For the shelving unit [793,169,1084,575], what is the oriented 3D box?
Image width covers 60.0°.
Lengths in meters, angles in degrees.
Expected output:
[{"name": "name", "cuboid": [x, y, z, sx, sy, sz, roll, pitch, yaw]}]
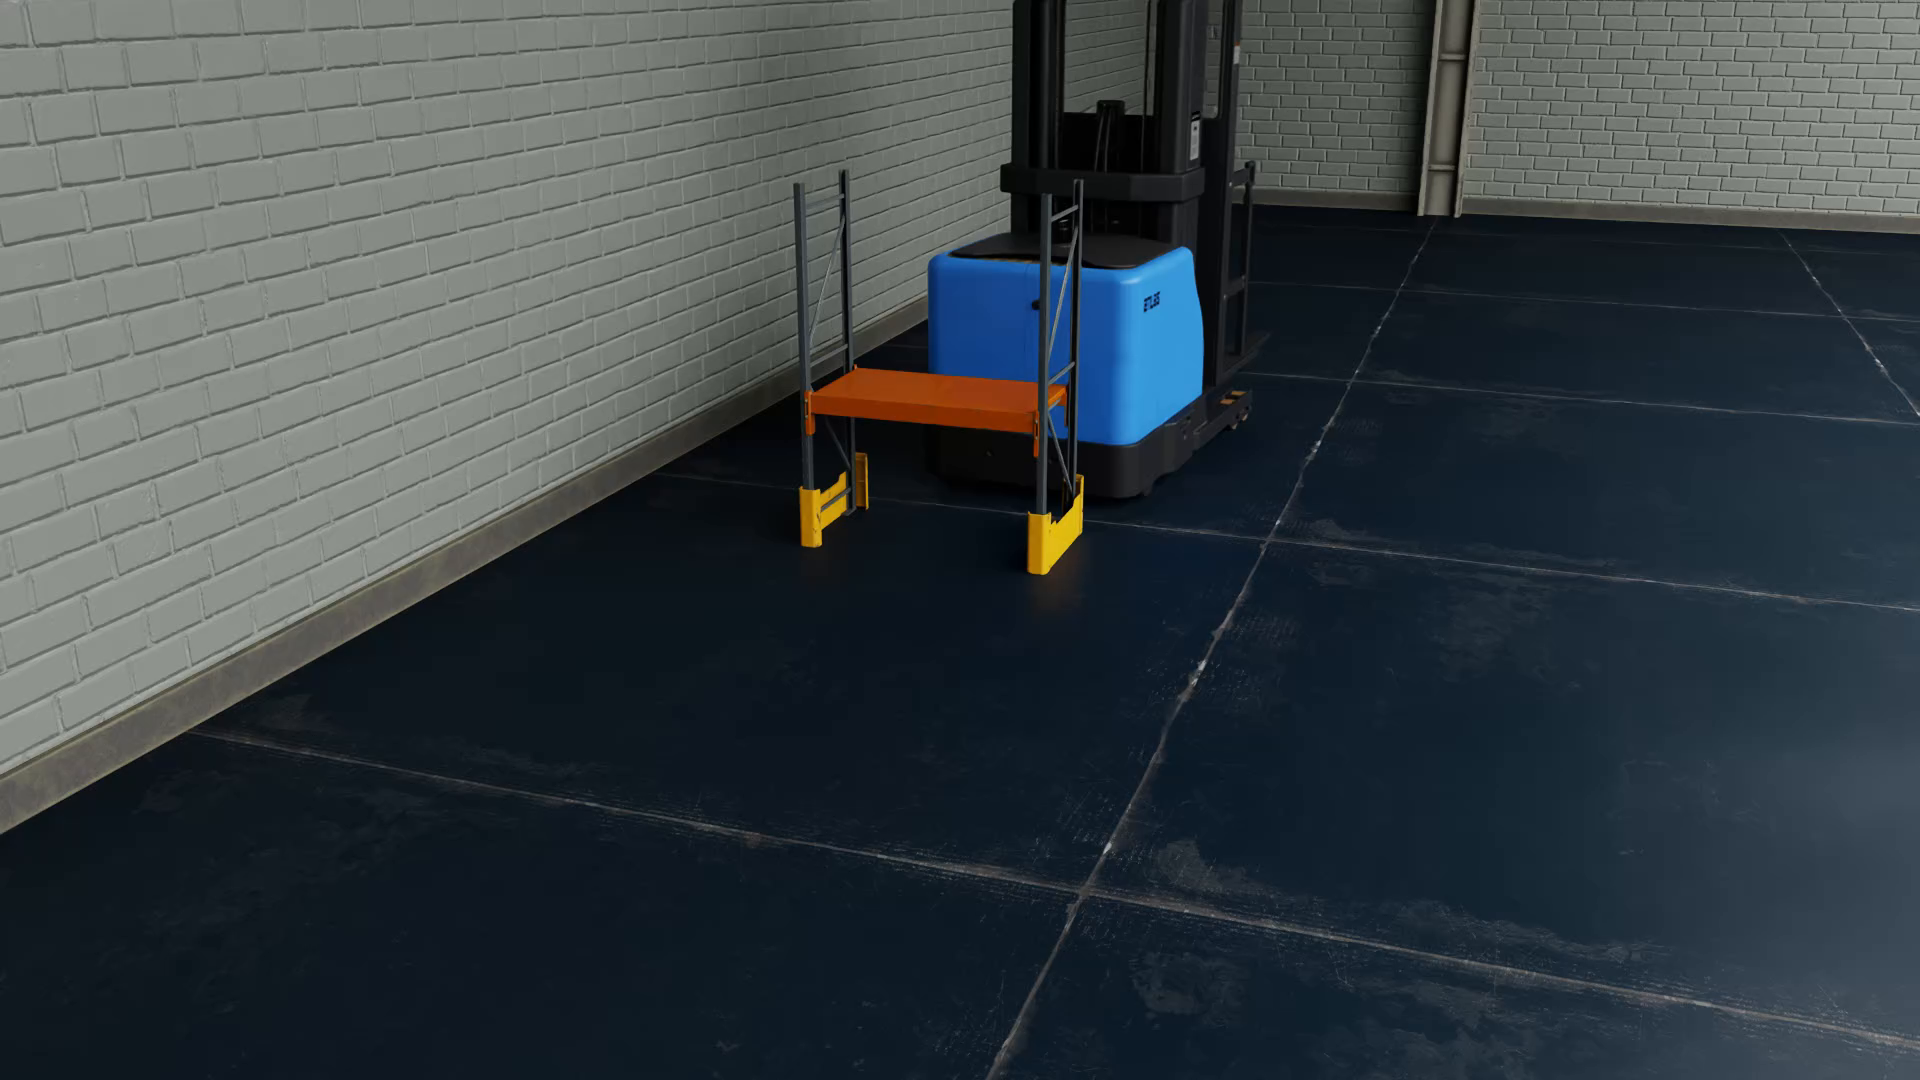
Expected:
[{"name": "shelving unit", "cuboid": [-0.072, -0.716, 6.853, 1.083, 1.500, 0.587, 7, 20, 18]}]

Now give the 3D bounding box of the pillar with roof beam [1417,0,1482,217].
[{"name": "pillar with roof beam", "cuboid": [3.244, -6.077, 10.837, 0.400, 9.000, 9.100, 7, 20, 18]}]

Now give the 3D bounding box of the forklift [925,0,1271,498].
[{"name": "forklift", "cuboid": [0.919, -2.014, 8.400, 1.130, 2.935, 3.031, 9, 21, 23]}]

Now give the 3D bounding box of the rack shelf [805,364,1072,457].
[{"name": "rack shelf", "cuboid": [-0.081, -0.548, 6.915, 1.000, 0.185, 0.538, 7, 20, 18]}]

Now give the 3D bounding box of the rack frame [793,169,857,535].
[{"name": "rack frame", "cuboid": [-0.561, -0.772, 7.013, 0.032, 1.500, 0.500, 7, 20, 18]}]

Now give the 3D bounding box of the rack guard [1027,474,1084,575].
[{"name": "rack guard", "cuboid": [0.398, -0.072, 6.904, 0.087, 0.250, 0.587, 7, 20, 18]}]

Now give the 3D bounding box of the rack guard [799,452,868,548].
[{"name": "rack guard", "cuboid": [-0.542, -0.180, 7.213, 0.087, 0.250, 0.587, 7, 20, 18]}]

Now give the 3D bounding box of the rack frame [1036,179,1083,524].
[{"name": "rack frame", "cuboid": [0.400, -0.663, 6.698, 0.032, 1.500, 0.500, 7, 20, 18]}]
